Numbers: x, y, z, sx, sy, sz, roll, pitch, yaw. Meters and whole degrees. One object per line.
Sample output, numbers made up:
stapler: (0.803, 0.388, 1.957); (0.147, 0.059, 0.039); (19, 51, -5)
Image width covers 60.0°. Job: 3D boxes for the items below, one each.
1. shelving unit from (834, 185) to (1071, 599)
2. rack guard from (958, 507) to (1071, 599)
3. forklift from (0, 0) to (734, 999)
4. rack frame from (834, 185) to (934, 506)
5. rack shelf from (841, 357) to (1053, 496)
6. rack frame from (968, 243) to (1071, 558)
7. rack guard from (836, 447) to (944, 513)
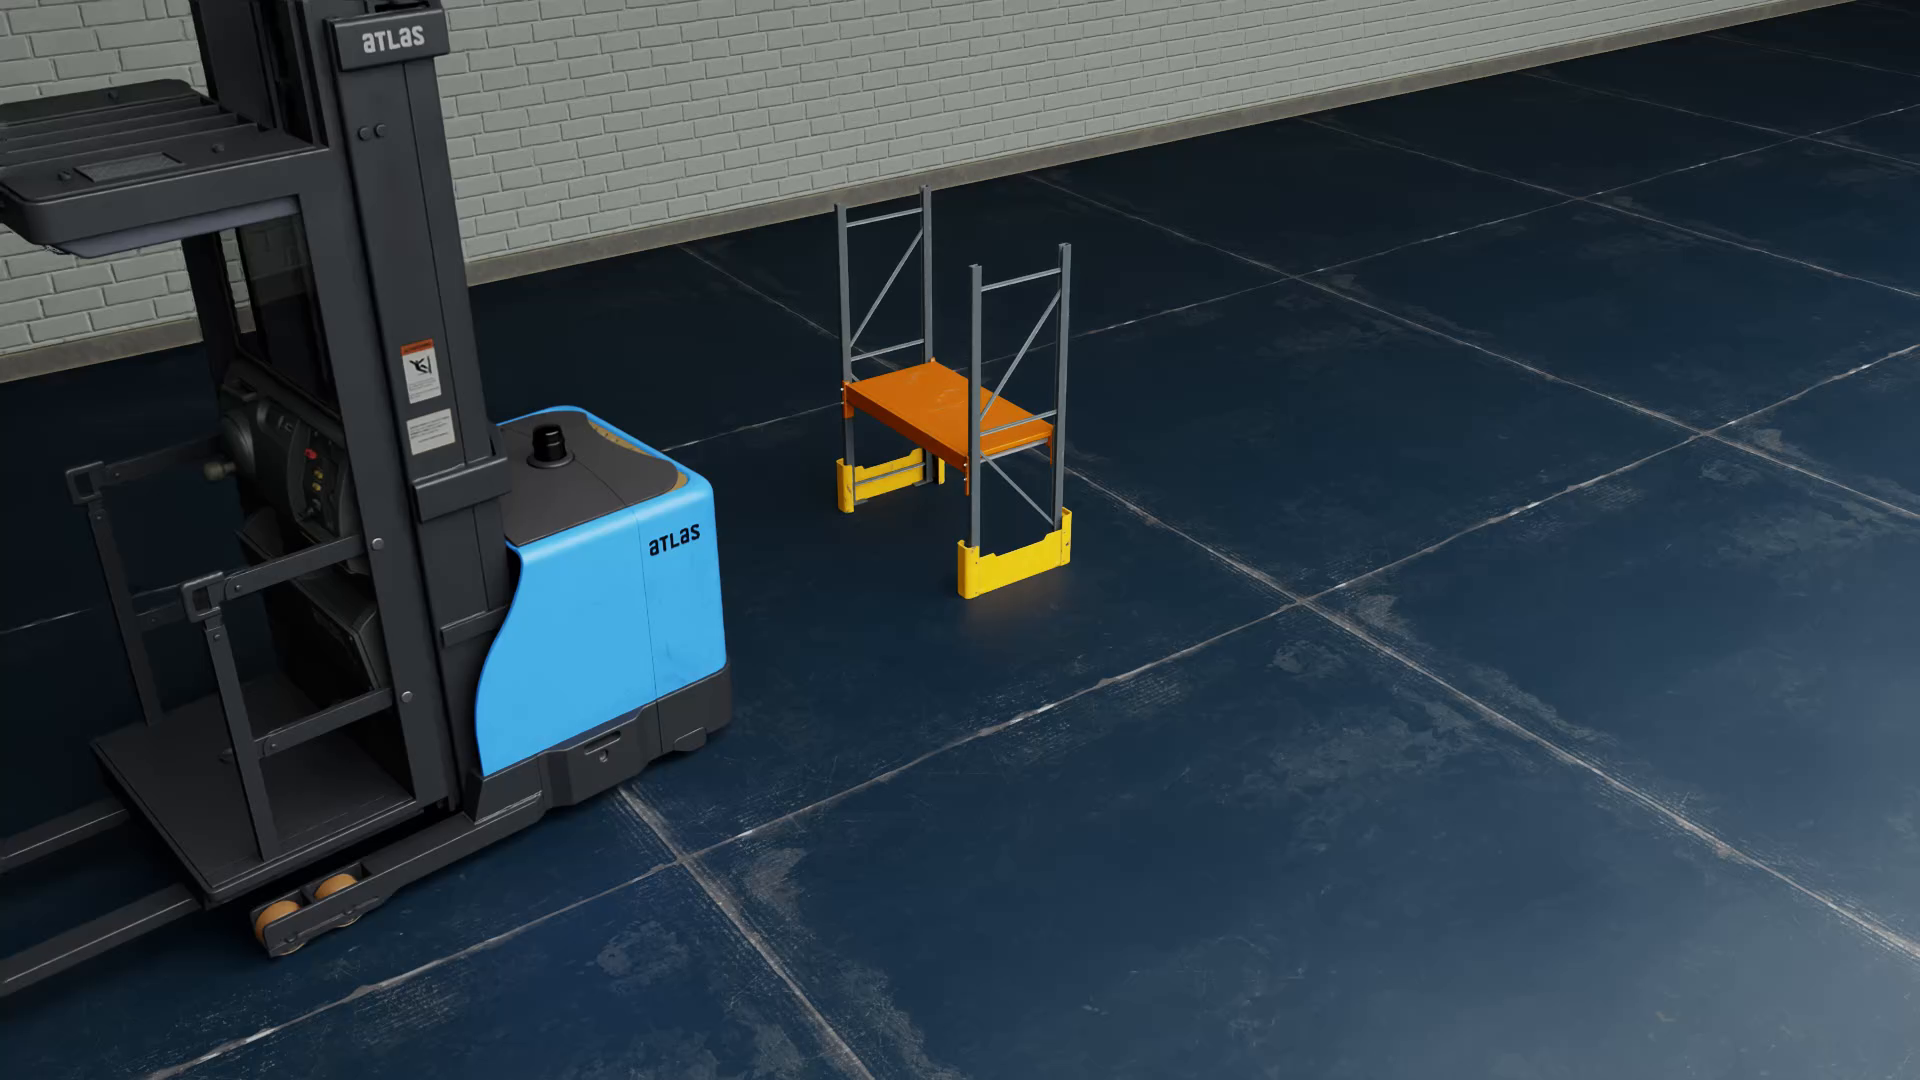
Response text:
shelving unit: (-0.044, -0.689, 7.447); (0.587, 1.500, 1.083); (-19, 34, -31)
rack guard: (0.245, 0.054, 7.388); (0.587, 0.250, 0.087); (-19, 34, -31)
forklift: (-2.289, -0.246, 5.131); (3.031, 2.935, 1.130); (-24, 36, -37)
rack frame: (-0.344, -0.890, 7.817); (0.500, 1.500, 0.032); (-19, 34, -31)
rack shelf: (-0.049, -0.534, 7.539); (0.538, 0.185, 1.000); (-19, 34, -31)
rack frame: (0.245, -0.495, 7.089); (0.500, 1.500, 0.032); (-19, 34, -31)
rack guard: (-0.333, -0.333, 8.101); (0.587, 0.250, 0.087); (-19, 34, -31)
